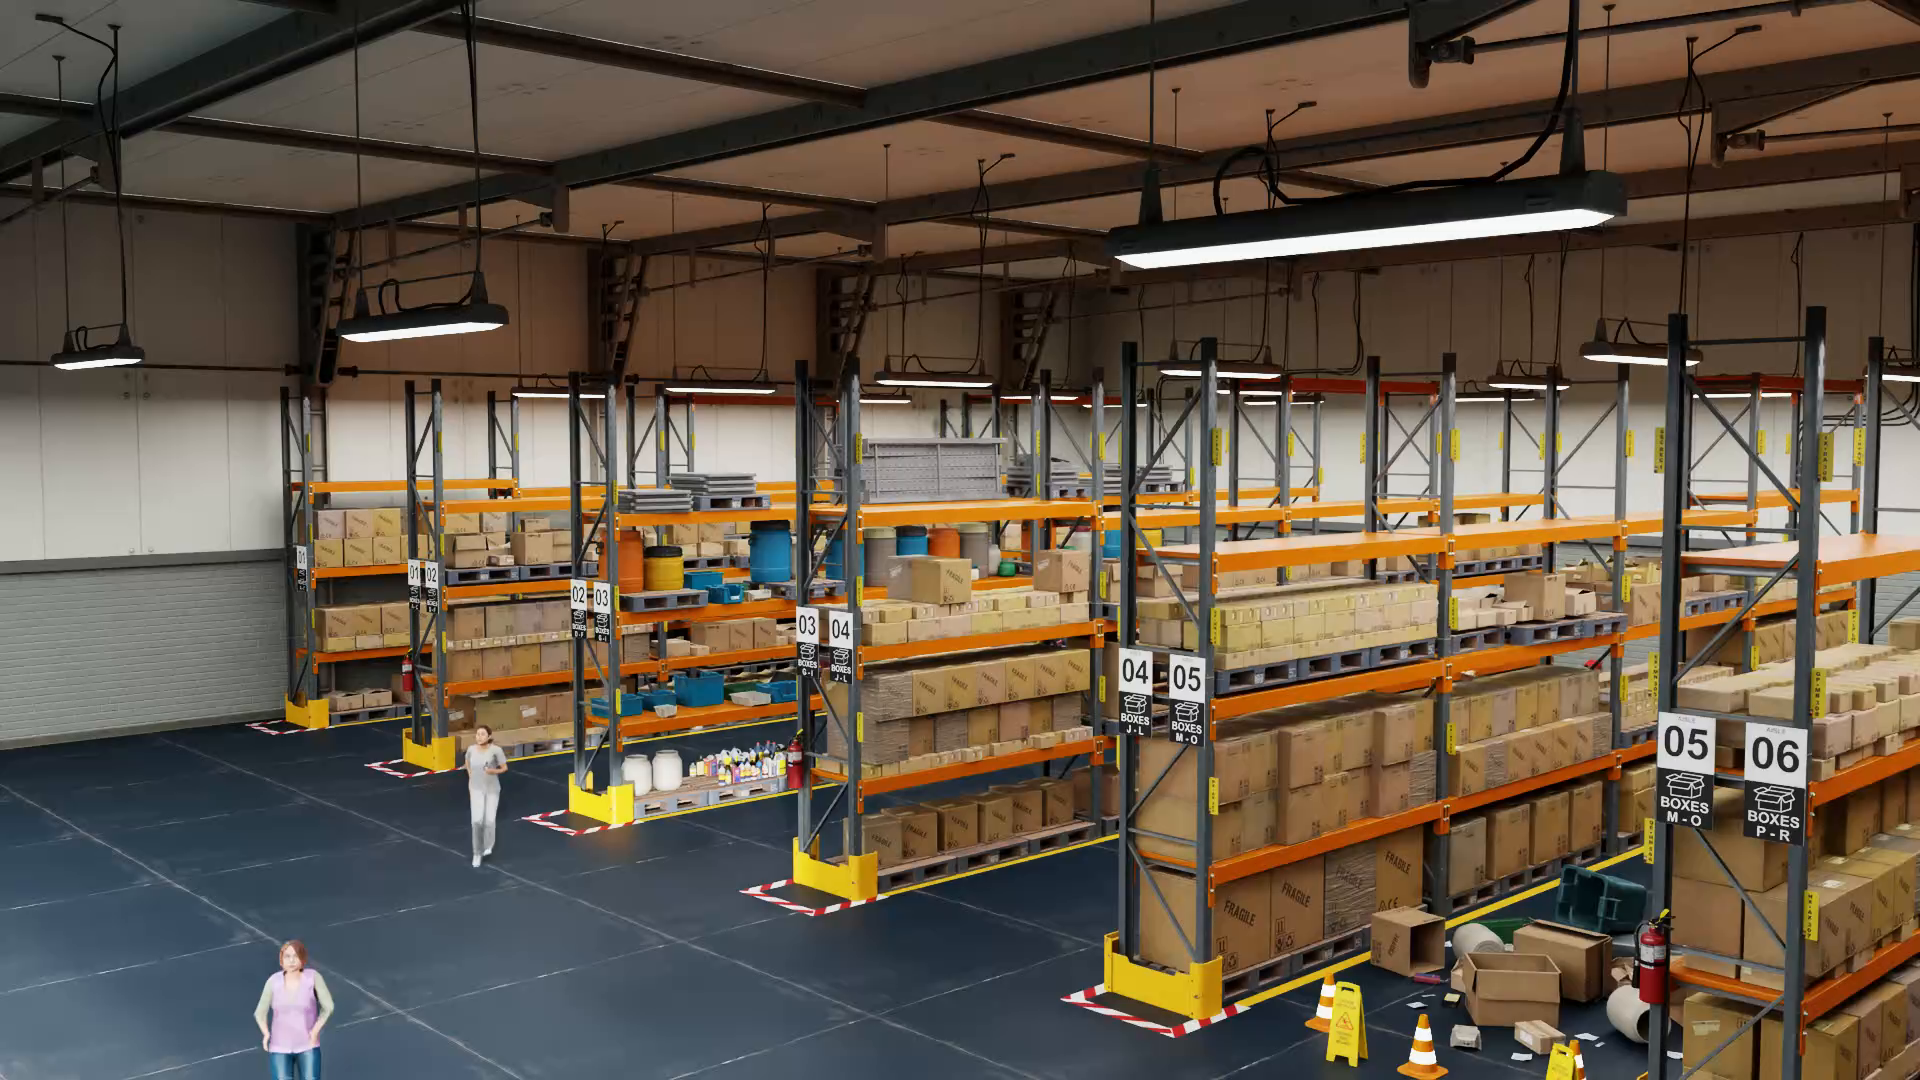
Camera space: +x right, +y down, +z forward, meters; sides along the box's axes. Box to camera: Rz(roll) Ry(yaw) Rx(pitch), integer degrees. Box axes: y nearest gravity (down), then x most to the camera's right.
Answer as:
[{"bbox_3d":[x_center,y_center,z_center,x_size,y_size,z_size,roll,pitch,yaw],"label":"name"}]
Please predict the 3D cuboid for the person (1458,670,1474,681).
[{"bbox_3d":[7.562,2.728,24.753,0.647,1.727,0.637,3,5,37],"label":"person"}]

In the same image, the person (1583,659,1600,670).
[{"bbox_3d":[9.434,2.684,24.838,0.908,1.801,0.667,-3,4,-35],"label":"person"}]

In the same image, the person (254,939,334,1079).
[{"bbox_3d":[-4.771,3.626,11.918,0.534,1.547,0.566,-1,4,-16],"label":"person"}]

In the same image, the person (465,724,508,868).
[{"bbox_3d":[-5.702,3.072,20.018,0.536,1.711,0.734,-1,4,-8],"label":"person"}]
